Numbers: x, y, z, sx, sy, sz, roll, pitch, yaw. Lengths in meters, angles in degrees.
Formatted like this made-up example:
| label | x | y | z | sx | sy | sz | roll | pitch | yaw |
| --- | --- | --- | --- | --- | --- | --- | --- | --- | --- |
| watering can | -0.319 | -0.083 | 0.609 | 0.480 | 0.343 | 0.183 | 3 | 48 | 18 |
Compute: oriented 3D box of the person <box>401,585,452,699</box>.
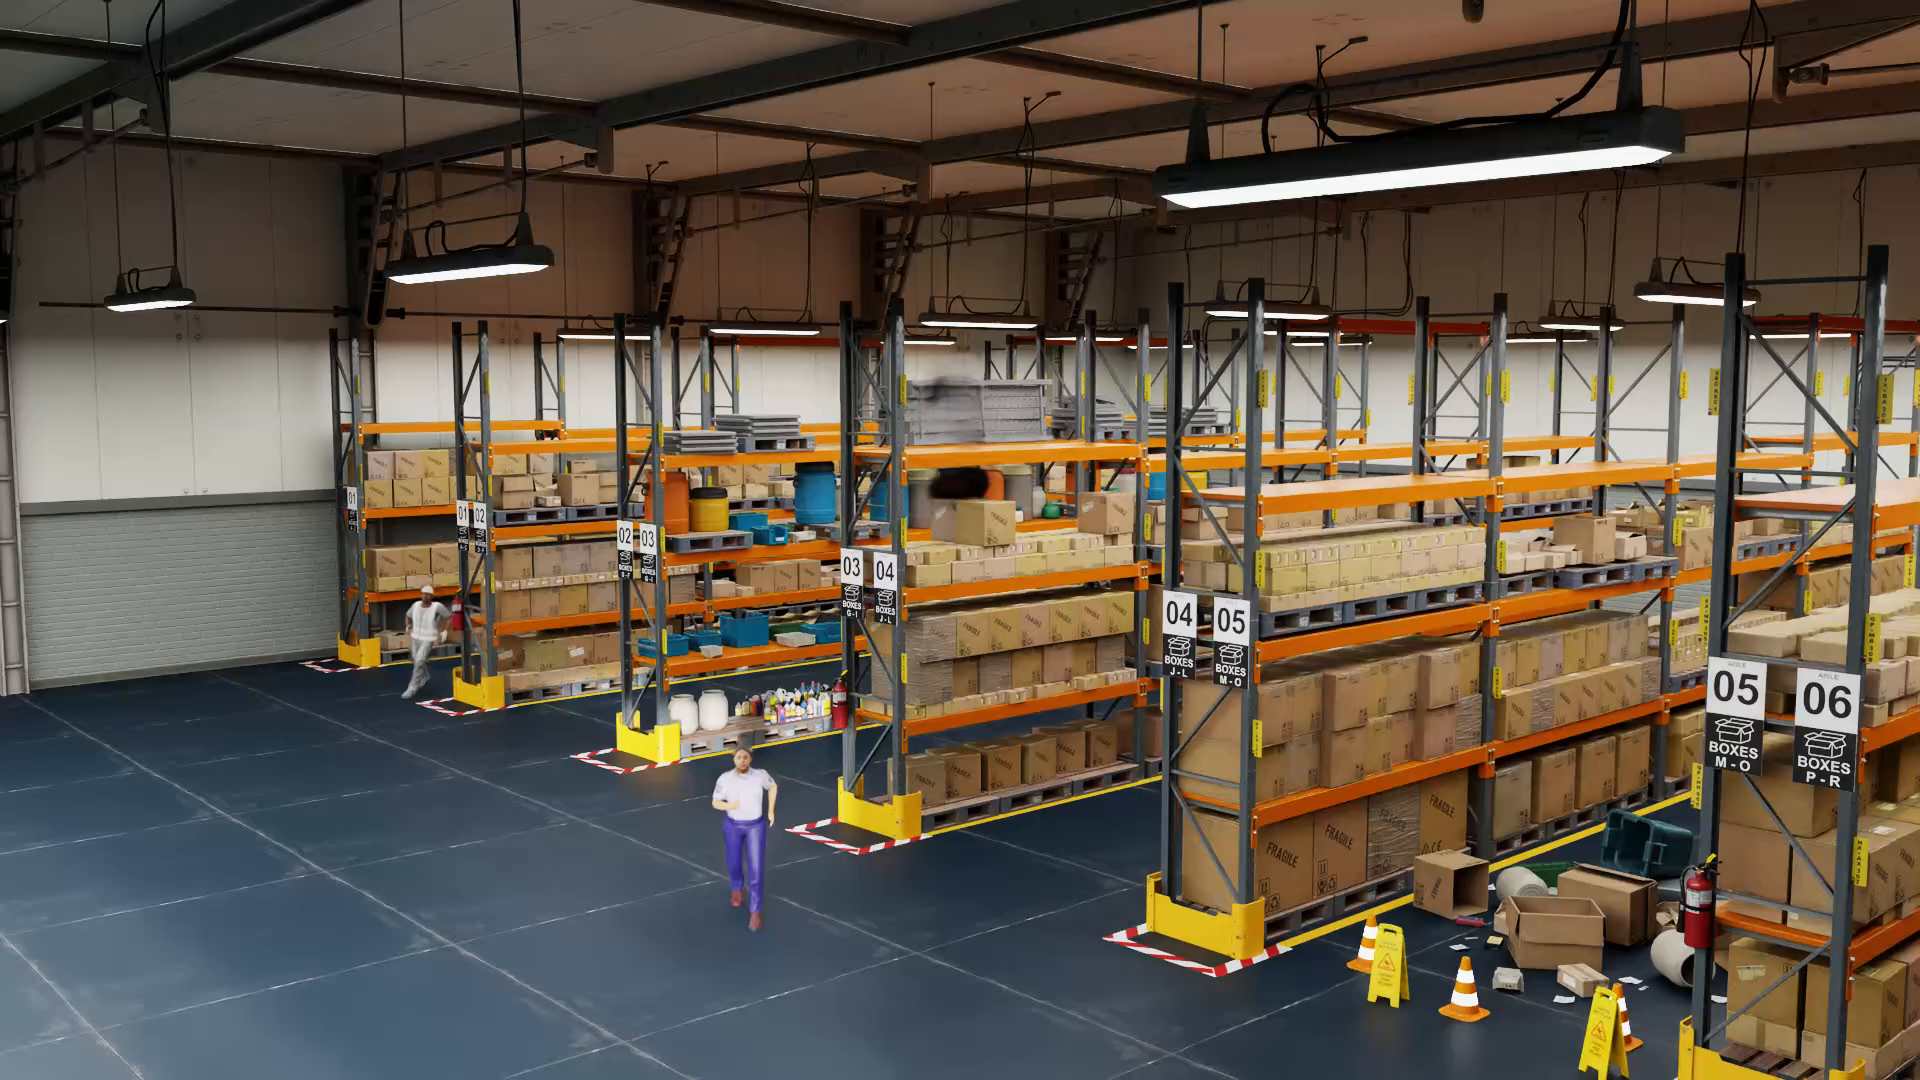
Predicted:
| label | x | y | z | sx | sy | sz | roll | pitch | yaw |
| --- | --- | --- | --- | --- | --- | --- | --- | --- | --- |
| person | -8.667 | 1.619 | 26.891 | 0.739 | 1.774 | 0.954 | 1 | 6 | 14 |

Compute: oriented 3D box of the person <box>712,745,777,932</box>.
| label | x | y | z | sx | sy | sz | roll | pitch | yaw |
| --- | --- | --- | --- | --- | --- | --- | --- | --- | --- |
| person | -2.045 | 2.772 | 15.814 | 0.595 | 1.676 | 0.877 | 0 | 6 | -4 |

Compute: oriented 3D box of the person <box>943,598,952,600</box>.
| label | x | y | z | sx | sy | sz | roll | pitch | yaw |
| --- | --- | --- | --- | --- | --- | --- | --- | --- | --- |
| person | -0.184 | 1.368 | 29.570 | 0.705 | 1.773 | 1.069 | 4 | 7 | 36 |
